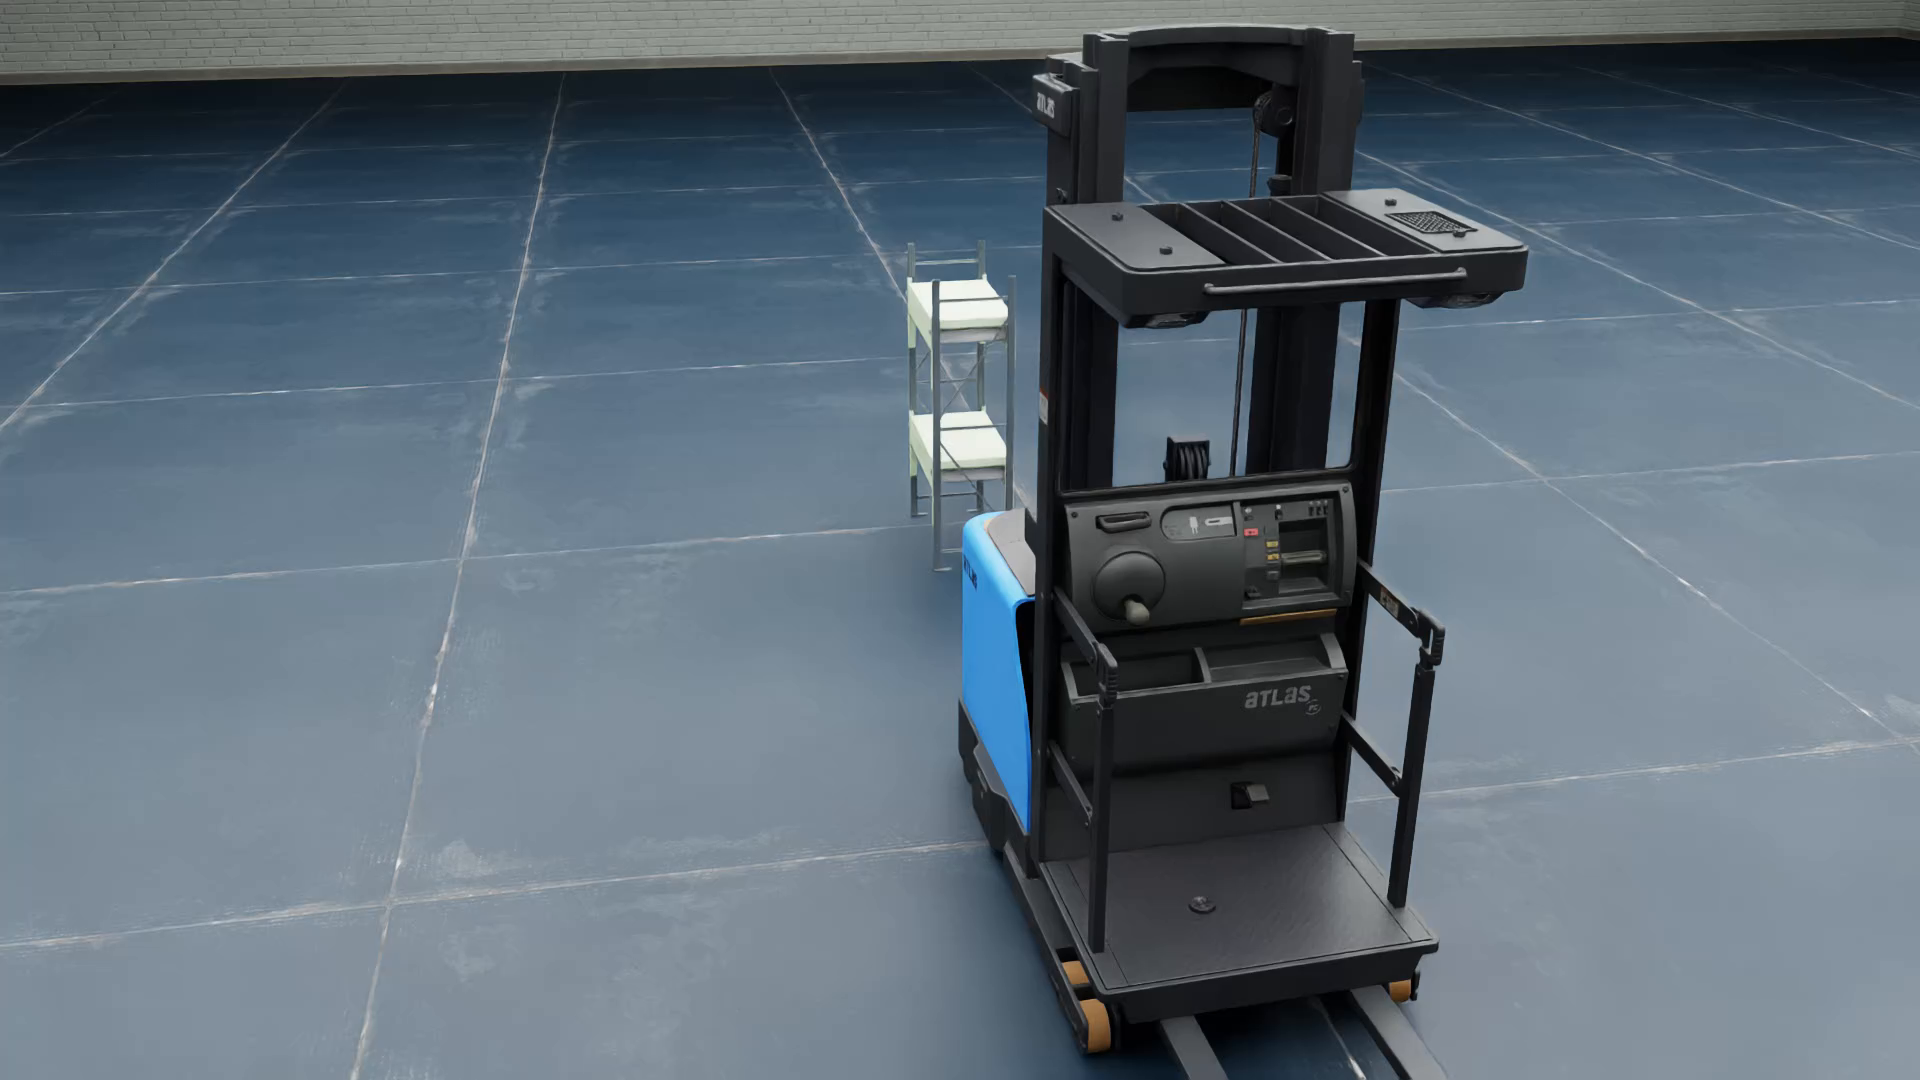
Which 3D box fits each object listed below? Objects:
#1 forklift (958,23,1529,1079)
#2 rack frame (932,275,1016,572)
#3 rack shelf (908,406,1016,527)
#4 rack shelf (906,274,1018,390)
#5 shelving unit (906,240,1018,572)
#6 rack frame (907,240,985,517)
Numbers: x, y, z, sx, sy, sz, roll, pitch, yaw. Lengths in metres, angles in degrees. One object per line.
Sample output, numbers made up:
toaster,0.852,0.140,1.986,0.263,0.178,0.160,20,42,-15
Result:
forklift,0.829,0.071,4.924,1.130,2.935,3.031,-5,24,-12
rack frame,0.066,-0.546,8.126,0.400,1.500,0.023,-4,24,-10
rack shelf,-0.001,-0.391,8.586,0.431,0.370,0.720,-4,24,-10
rack shelf,-0.001,-1.048,8.300,0.431,0.370,0.720,-4,24,-10
shelving unit,-0.001,-0.690,8.456,0.431,1.500,0.755,-4,24,-10
rack frame,-0.069,-0.834,8.785,0.400,1.500,0.023,-4,24,-10
